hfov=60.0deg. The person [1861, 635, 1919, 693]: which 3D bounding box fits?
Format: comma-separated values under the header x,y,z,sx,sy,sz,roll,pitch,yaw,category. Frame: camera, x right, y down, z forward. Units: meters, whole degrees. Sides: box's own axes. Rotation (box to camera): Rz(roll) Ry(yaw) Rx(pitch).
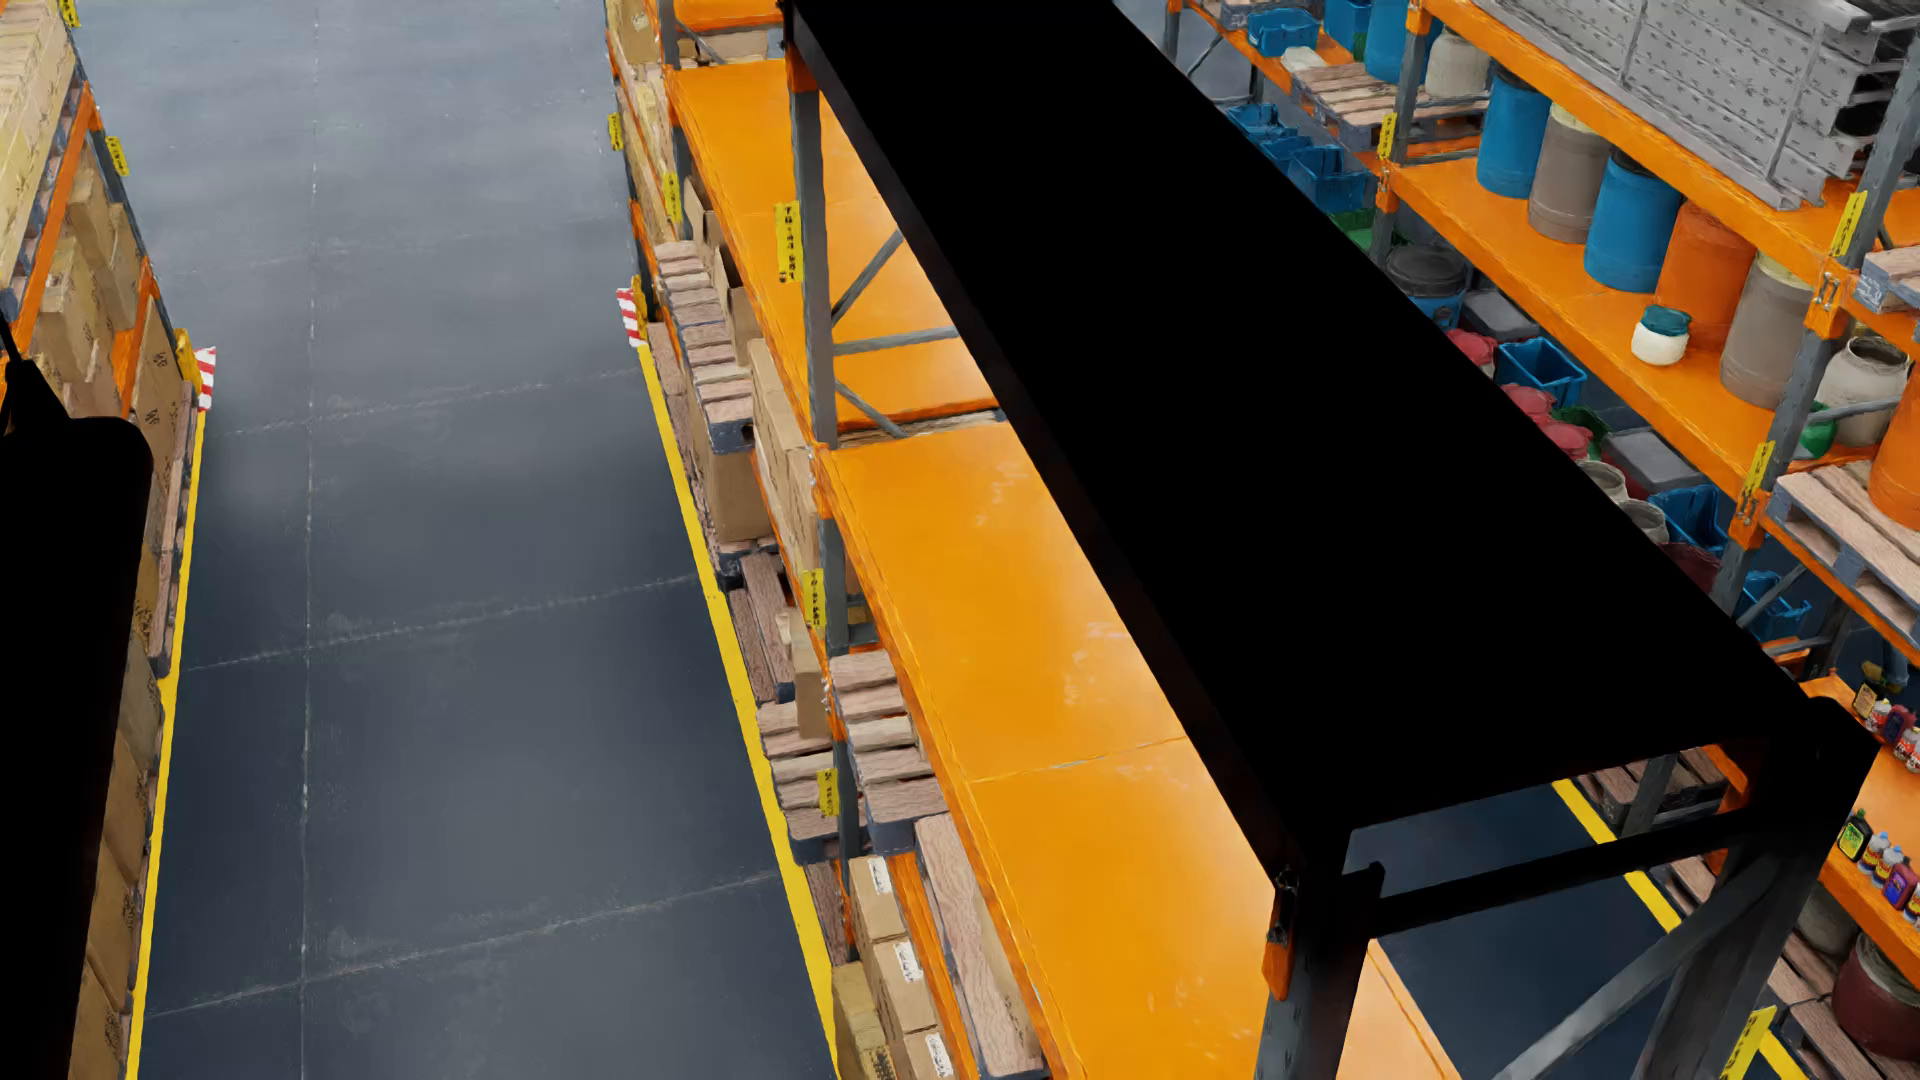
x,y,z,sx,sy,sz,roll,pitch,yaw,category
6.511,0.206,11.199,0.719,1.714,0.572,-11,40,-14,person
